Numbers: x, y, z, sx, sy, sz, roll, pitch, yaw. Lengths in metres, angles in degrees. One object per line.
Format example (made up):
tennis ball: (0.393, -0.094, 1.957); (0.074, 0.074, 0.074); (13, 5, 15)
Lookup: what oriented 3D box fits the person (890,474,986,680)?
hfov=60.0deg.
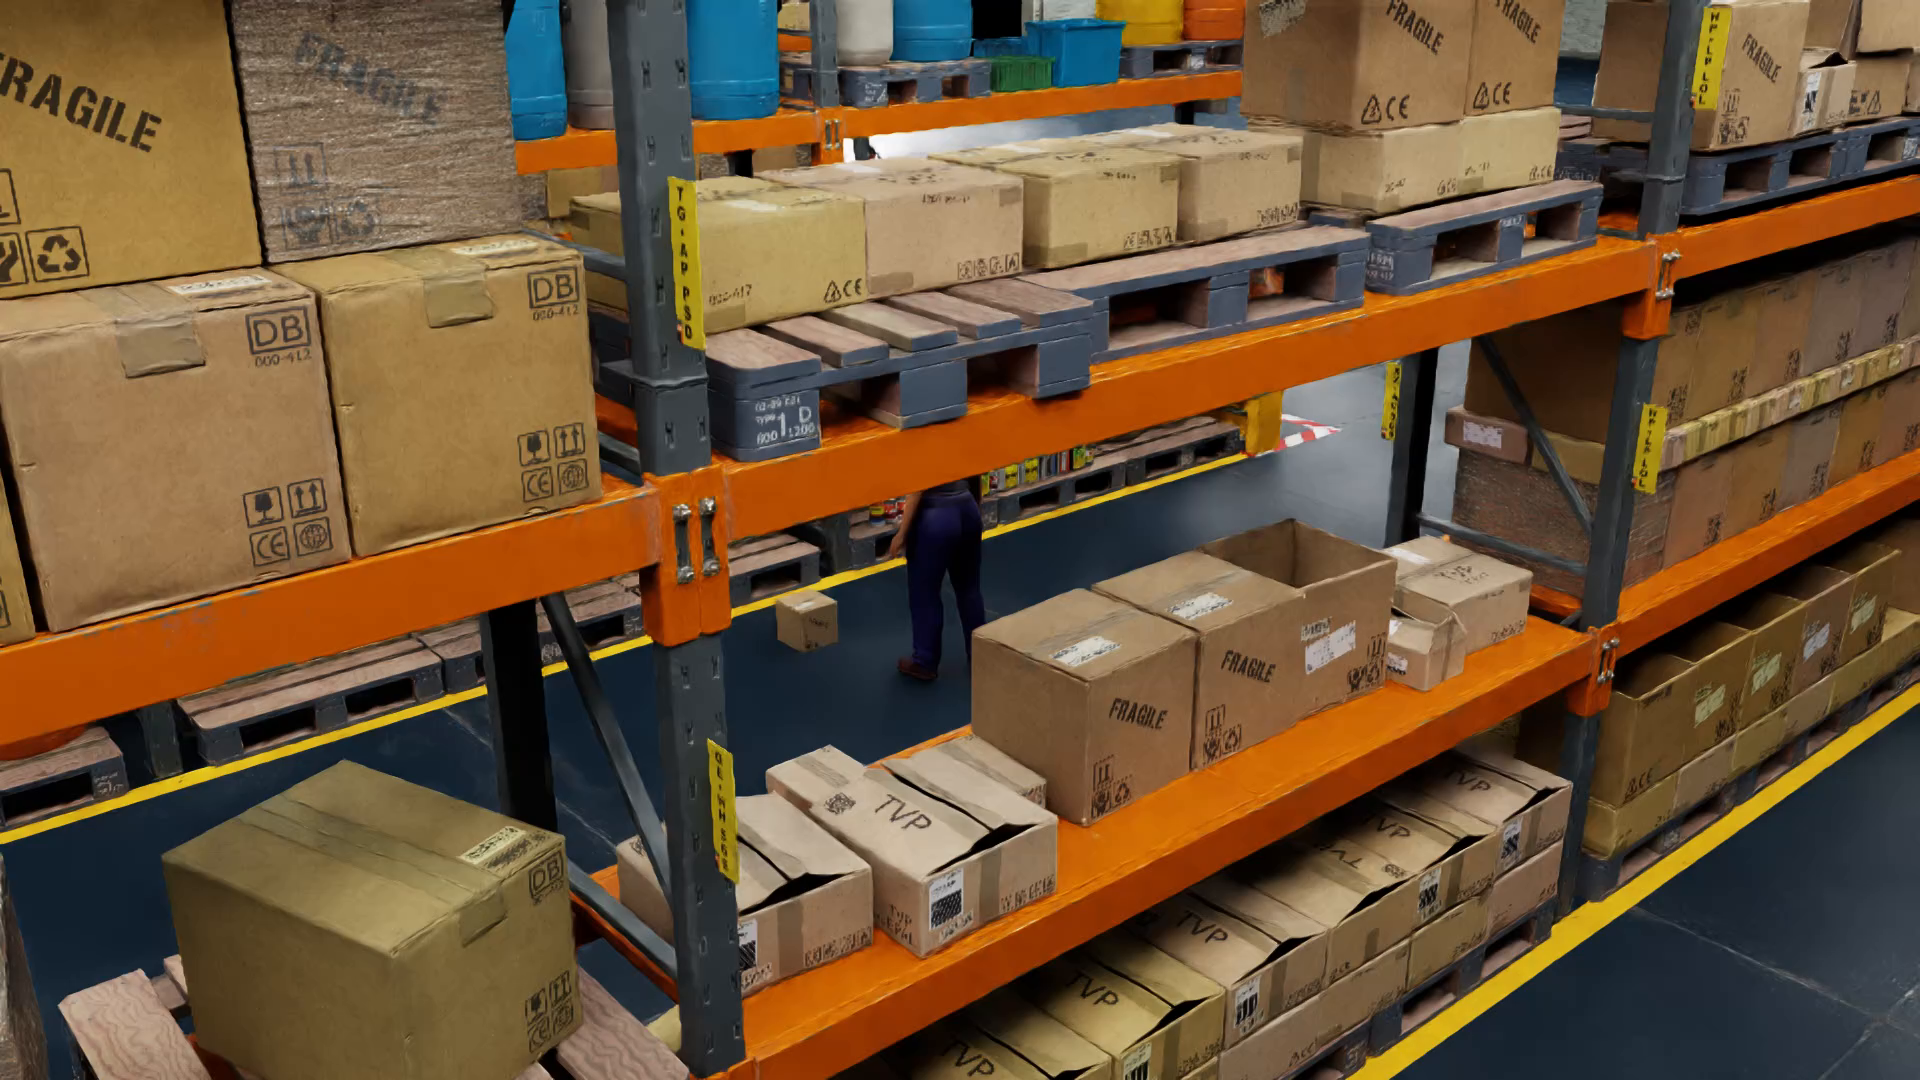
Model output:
person: (-0.096, -0.063, 8.724); (0.433, 1.655, 0.626); (18, 28, 39)
